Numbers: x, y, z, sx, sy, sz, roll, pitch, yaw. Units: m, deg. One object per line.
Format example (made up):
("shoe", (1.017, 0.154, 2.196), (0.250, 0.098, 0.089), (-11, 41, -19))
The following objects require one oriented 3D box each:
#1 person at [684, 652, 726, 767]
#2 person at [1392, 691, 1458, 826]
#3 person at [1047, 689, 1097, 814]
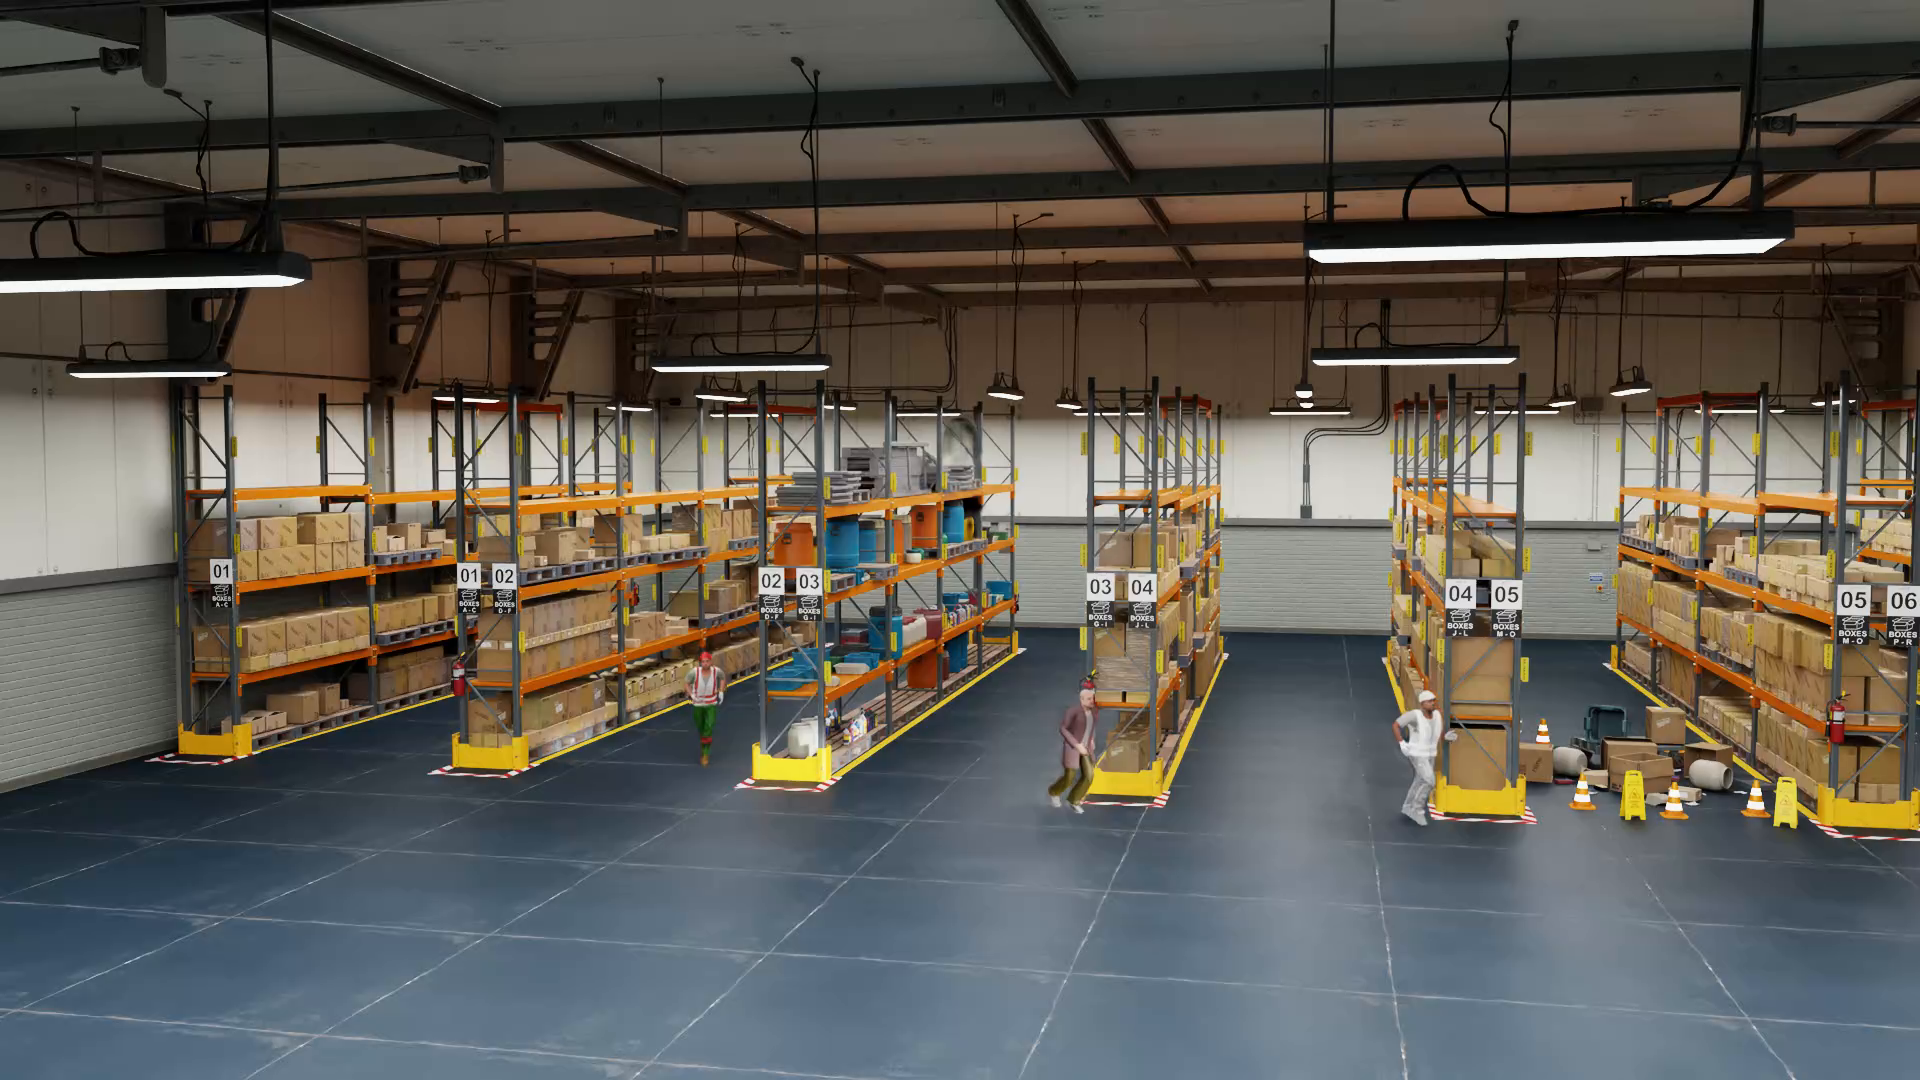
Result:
("person", (-4.064, 2.641, 26.508), (0.658, 1.773, 1.135), (0, 3, -5))
("person", (6.159, 2.896, 22.060), (0.677, 1.813, 0.794), (-2, 4, -31))
("person", (1.571, 2.887, 22.886), (0.693, 1.743, 0.854), (-2, 4, -33))
